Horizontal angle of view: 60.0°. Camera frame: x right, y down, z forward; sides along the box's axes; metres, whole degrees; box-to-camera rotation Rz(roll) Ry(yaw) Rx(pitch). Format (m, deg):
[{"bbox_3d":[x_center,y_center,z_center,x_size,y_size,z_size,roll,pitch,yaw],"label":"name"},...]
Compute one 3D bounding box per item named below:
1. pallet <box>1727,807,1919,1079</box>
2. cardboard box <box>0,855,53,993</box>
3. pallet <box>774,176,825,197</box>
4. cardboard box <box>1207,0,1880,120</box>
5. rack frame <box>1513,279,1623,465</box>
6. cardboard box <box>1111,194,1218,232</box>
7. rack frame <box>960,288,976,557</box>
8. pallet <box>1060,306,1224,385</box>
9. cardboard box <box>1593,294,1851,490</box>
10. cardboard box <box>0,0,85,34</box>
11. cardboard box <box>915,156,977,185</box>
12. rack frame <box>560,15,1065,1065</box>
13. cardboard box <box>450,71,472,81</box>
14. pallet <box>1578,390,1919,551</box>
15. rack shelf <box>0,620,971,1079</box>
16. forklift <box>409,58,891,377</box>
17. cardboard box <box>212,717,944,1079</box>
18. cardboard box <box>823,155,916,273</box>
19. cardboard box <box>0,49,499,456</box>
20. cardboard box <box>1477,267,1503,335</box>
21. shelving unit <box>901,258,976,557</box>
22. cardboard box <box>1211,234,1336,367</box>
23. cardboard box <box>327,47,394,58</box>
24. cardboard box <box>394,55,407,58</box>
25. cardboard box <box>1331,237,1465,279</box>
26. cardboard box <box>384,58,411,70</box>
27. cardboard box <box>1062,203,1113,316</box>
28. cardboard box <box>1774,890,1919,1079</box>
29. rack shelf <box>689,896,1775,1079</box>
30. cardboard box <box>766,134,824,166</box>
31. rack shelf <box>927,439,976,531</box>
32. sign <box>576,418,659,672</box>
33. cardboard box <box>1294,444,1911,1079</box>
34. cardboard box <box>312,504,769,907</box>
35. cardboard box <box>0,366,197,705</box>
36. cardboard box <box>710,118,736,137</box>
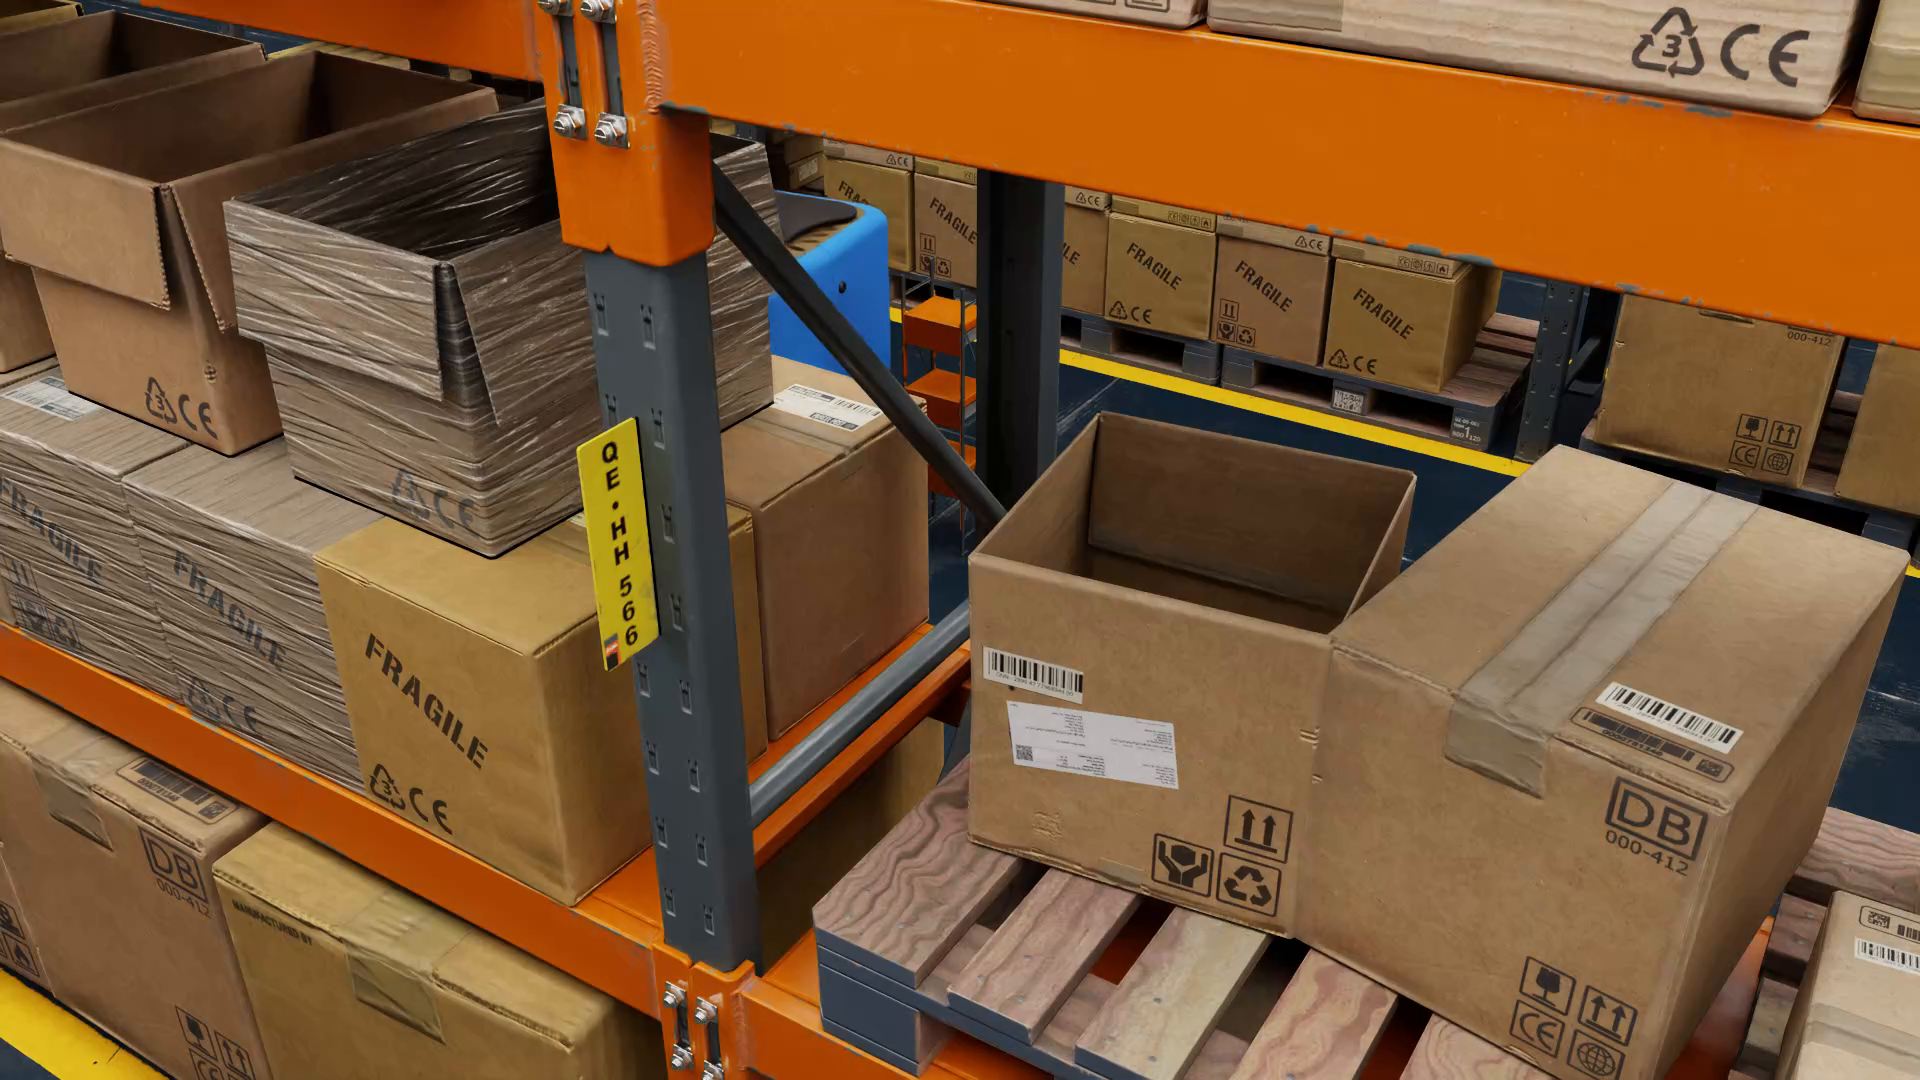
[{"bbox_3d":[1.560,0.868,1.977,1.213,0.211,1.003,18,35,27],"label":"pallet"},{"bbox_3d":[-2.217,0.339,4.385,0.875,0.875,1.225,16,34,26],"label":"cardboard box"},{"bbox_3d":[-1.392,-1.850,9.212,1.213,0.211,1.003,18,35,27],"label":"pallet"},{"bbox_3d":[0.558,-0.587,1.451,0.500,0.250,0.500,18,35,29],"label":"cardboard box"},{"bbox_3d":[2.584,-1.818,6.390,0.127,3.000,1.000,18,35,27],"label":"rack frame"},{"bbox_3d":[1.009,-1.588,7.316,0.500,0.250,0.500,18,35,28],"label":"cardboard box"},{"bbox_3d":[0.058,-0.435,5.954,0.008,1.050,0.200,18,35,27],"label":"rack frame"},{"bbox_3d":[0.893,-1.151,8.013,1.213,0.211,1.003,18,35,27],"label":"pallet"},{"bbox_3d":[3.052,-0.826,6.505,0.750,0.750,1.050,17,34,27],"label":"cardboard box"},{"bbox_3d":[-2.406,-0.920,3.755,0.637,0.503,0.797,18,35,28],"label":"cardboard box"},{"bbox_3d":[0.134,-1.863,7.786,0.500,0.250,0.500,19,35,29],"label":"cardboard box"},{"bbox_3d":[-0.137,0.270,2.810,0.053,2.616,0.949,18,35,27],"label":"rack frame"},{"bbox_3d":[-2.804,-2.539,9.447,0.250,0.149,0.380,18,35,28],"label":"cardboard box"},{"bbox_3d":[3.211,-0.370,6.675,1.213,0.211,1.003,18,35,27],"label":"pallet"},{"bbox_3d":[-1.833,0.047,3.907,4.000,0.370,1.077,18,35,27],"label":"rack shelf"},{"bbox_3d":[-1.817,-1.692,6.242,3.031,2.935,1.130,13,33,21],"label":"forklift"},{"bbox_3d":[-0.712,0.814,3.569,0.875,0.875,1.225,16,34,25],"label":"cardboard box"},{"bbox_3d":[-0.319,-1.680,8.217,0.500,0.500,0.500,19,35,29],"label":"cardboard box"},{"bbox_3d":[-1.300,-0.583,3.178,0.637,0.503,0.797,18,35,28],"label":"cardboard box"},{"bbox_3d":[2.120,-1.218,7.425,0.500,0.500,0.500,16,34,25],"label":"cardboard box"},{"bbox_3d":[-0.045,-0.468,6.010,0.252,1.050,0.215,18,35,27],"label":"shelving unit"},{"bbox_3d":[1.450,-1.125,7.266,0.500,0.500,0.500,19,35,29],"label":"cardboard box"},{"bbox_3d":[-3.632,-2.860,9.998,0.250,0.149,0.380,18,35,28],"label":"cardboard box"},{"bbox_3d":[-3.427,-3.043,10.311,0.250,0.149,0.380,18,35,28],"label":"cardboard box"},{"bbox_3d":[1.865,-1.315,6.847,0.500,0.250,0.500,17,34,26],"label":"cardboard box"},{"bbox_3d":[-3.232,-2.707,9.735,0.250,0.149,0.380,16,34,25],"label":"cardboard box"},{"bbox_3d":[0.580,-1.405,7.745,0.500,0.500,0.500,18,35,28],"label":"cardboard box"},{"bbox_3d":[1.158,0.702,1.801,0.500,0.250,0.500,17,34,26],"label":"cardboard box"},{"bbox_3d":[1.555,1.118,2.070,4.000,0.370,1.077,18,35,27],"label":"rack shelf"},{"bbox_3d":[-0.941,-2.202,9.165,0.250,0.149,0.380,19,35,30],"label":"cardboard box"},{"bbox_3d":[-0.045,-0.219,6.155,0.240,0.259,0.215,18,35,27],"label":"rack shelf"},{"bbox_3d":[-0.431,0.009,2.108,0.005,0.325,0.100,18,35,27],"label":"sign"},{"bbox_3d":[0.866,0.282,2.274,0.500,0.500,0.700,23,38,34],"label":"cardboard box"},{"bbox_3d":[-0.689,0.202,2.827,0.500,0.500,0.500,19,35,29],"label":"cardboard box"},{"bbox_3d":[-1.549,-0.072,3.297,0.500,0.500,0.500,16,34,26],"label":"cardboard box"},{"bbox_3d":[-1.244,-2.081,8.662,0.250,0.149,0.380,19,35,29],"label":"cardboard box"}]
